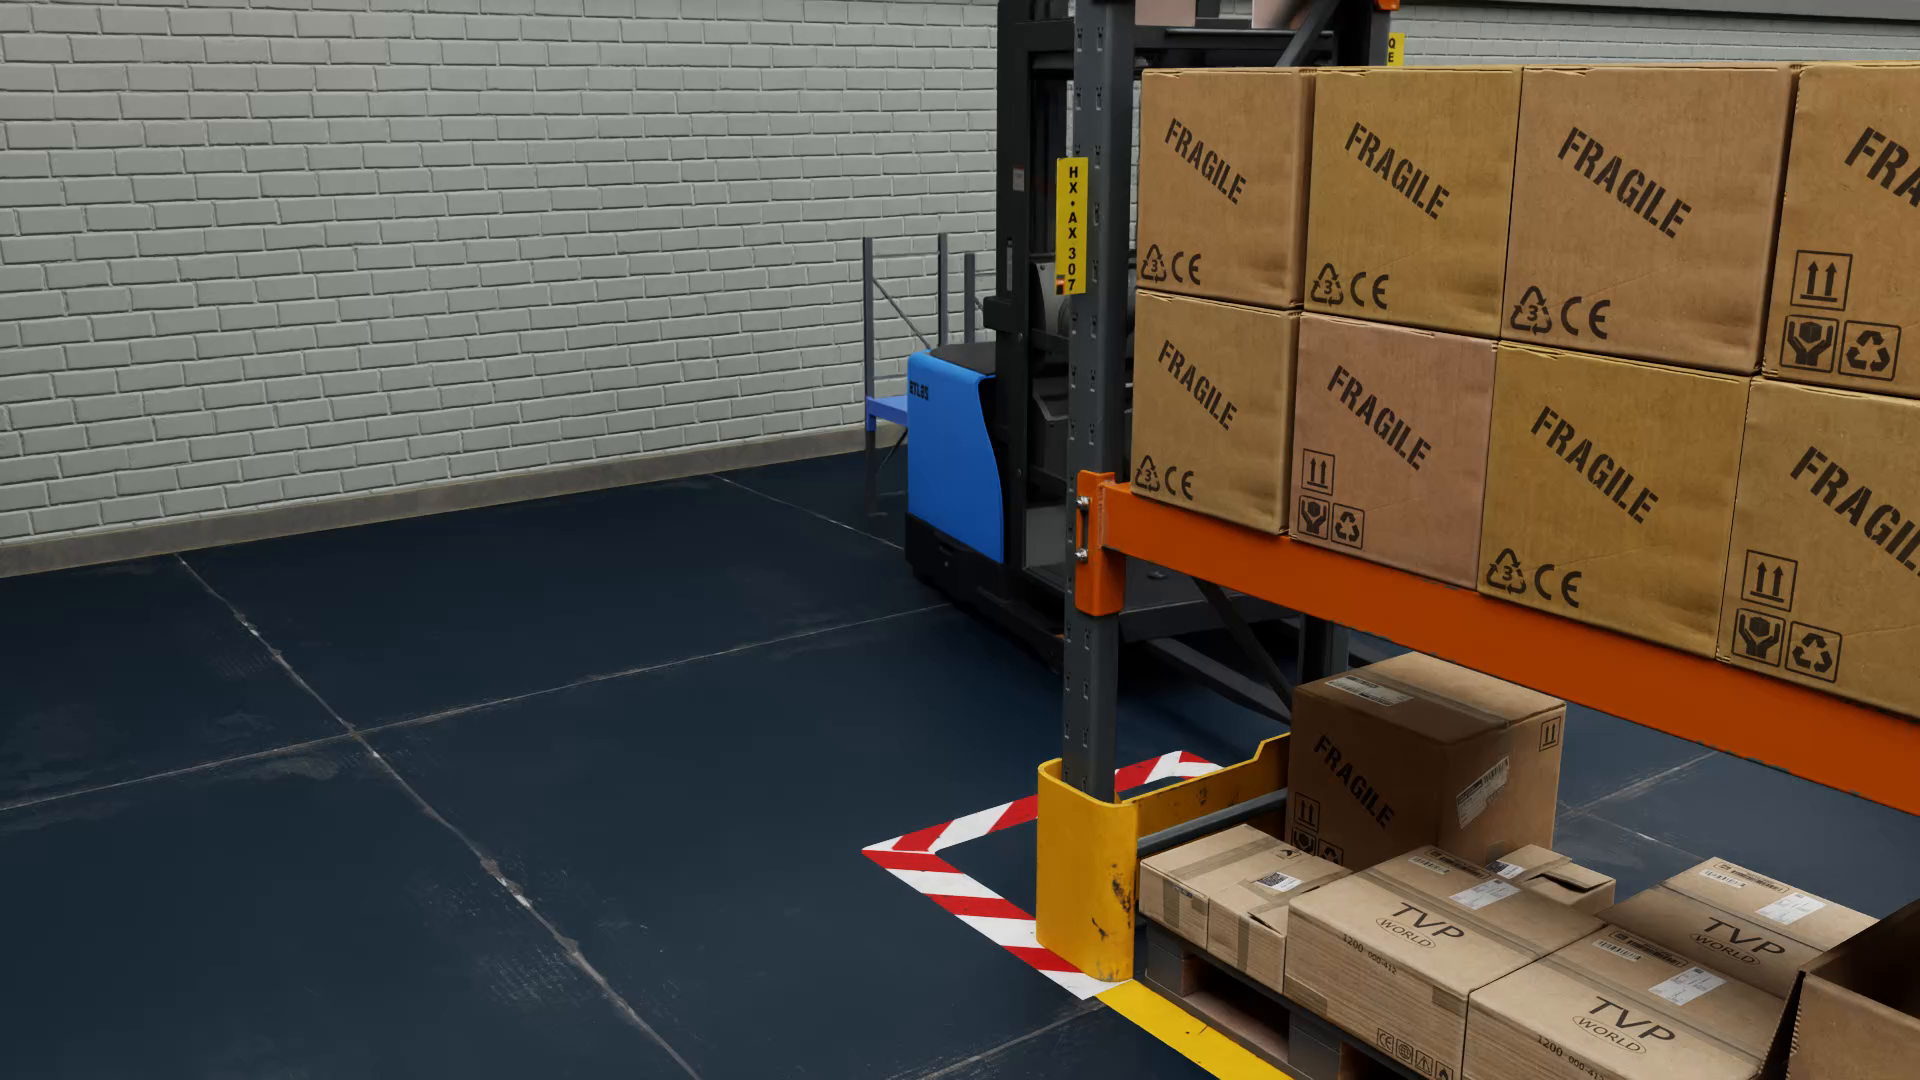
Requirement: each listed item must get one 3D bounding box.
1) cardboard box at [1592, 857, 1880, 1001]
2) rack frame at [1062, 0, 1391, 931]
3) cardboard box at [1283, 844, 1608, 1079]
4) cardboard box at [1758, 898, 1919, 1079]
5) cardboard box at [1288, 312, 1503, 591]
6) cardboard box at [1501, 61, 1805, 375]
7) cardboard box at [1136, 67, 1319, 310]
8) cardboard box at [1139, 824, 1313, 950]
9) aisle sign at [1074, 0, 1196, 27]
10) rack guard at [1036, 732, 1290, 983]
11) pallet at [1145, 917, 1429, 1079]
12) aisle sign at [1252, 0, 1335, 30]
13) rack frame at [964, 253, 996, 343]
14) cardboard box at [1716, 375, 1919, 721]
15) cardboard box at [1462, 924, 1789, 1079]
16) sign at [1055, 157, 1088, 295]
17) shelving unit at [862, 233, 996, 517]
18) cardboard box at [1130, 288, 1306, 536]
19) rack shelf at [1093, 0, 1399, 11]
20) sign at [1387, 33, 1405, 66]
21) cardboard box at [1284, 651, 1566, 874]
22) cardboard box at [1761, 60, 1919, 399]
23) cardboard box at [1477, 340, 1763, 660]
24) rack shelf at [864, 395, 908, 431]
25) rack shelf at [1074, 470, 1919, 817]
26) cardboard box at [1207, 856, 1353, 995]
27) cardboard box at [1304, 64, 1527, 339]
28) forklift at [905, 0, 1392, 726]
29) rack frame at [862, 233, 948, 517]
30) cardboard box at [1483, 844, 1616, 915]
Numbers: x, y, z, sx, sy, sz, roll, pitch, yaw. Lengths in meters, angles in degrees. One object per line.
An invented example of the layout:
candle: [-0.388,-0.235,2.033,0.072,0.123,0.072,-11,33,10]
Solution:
cardboard box: [1.765,0.973,3.713,0.500,0.250,0.500,-11,19,-35]
rack frame: [0.712,-0.426,4.451,1.000,3.000,0.127,-11,19,-35]
cardboard box: [1.096,0.955,3.780,0.500,0.250,0.500,-11,19,-35]
cardboard box: [1.955,1.020,3.064,0.797,0.503,0.637,-11,19,-35]
cardboard box: [1.067,-0.229,3.542,0.500,0.500,0.500,-11,19,-35]
cardboard box: [1.363,-0.603,3.013,0.500,0.500,0.500,-11,19,-34]
cardboard box: [0.759,-0.821,3.810,0.500,0.500,0.500,-10,18,-33]
cardboard box: [0.680,0.880,4.247,0.380,0.149,0.250,-11,19,-35]
aisle sign: [0.434,-1.649,3.994,0.394,0.787,0.004,-11,19,-35]
rack guard: [0.756,0.796,4.721,1.175,0.500,0.348,-11,19,-35]
pallet: [1.226,1.105,4.138,1.003,0.211,1.213,-11,19,-35]
aisle sign: [0.919,-1.742,4.334,0.394,0.787,0.004,-11,19,-35]
rack frame: [0.241,-0.658,8.140,0.500,1.500,0.032,-9,18,-30]
cardboard box: [1.652,-0.015,2.758,0.500,0.500,0.500,-11,19,-34]
cardboard box: [1.390,1.062,3.390,0.500,0.250,0.500,-11,19,-35]
sign: [0.273,-0.759,4.028,0.100,0.325,0.005,-11,19,-35]
shelving unit: [-0.024,-0.773,8.559,0.538,1.500,1.048,-9,18,-30]
cardboard box: [0.759,-0.339,3.942,0.500,0.500,0.500,-10,18,-33]
rack shelf: [1.888,-1.099,2.589,1.077,0.370,4.000,-11,19,-35]
sign: [1.173,-1.219,4.555,0.100,0.325,0.005,-11,19,-35]
cardboard box: [1.231,0.645,4.438,0.500,0.500,0.500,-11,19,-35]
cardboard box: [1.663,-0.494,2.617,0.500,0.500,0.500,-11,19,-35]
cardboard box: [1.360,-0.122,3.149,0.500,0.500,0.500,-11,19,-35]
rack shelf: [-0.024,-0.599,8.606,0.538,0.185,1.000,-9,18,-30]
rack shelf: [1.888,0.348,2.985,1.077,0.370,4.000,-11,19,-35]
cardboard box: [0.827,0.924,4.050,0.380,0.166,0.250,-11,19,-35]
cardboard box: [1.073,-0.710,3.406,0.500,0.500,0.500,-11,19,-34]
forklift: [0.826,-0.963,6.542,1.130,2.935,3.031,-7,17,-24]
rack frame: [-0.288,-0.887,8.978,0.500,1.500,0.032,-9,18,-30]
cardboard box: [1.396,0.907,4.115,0.380,0.166,0.250,-11,19,-35]
